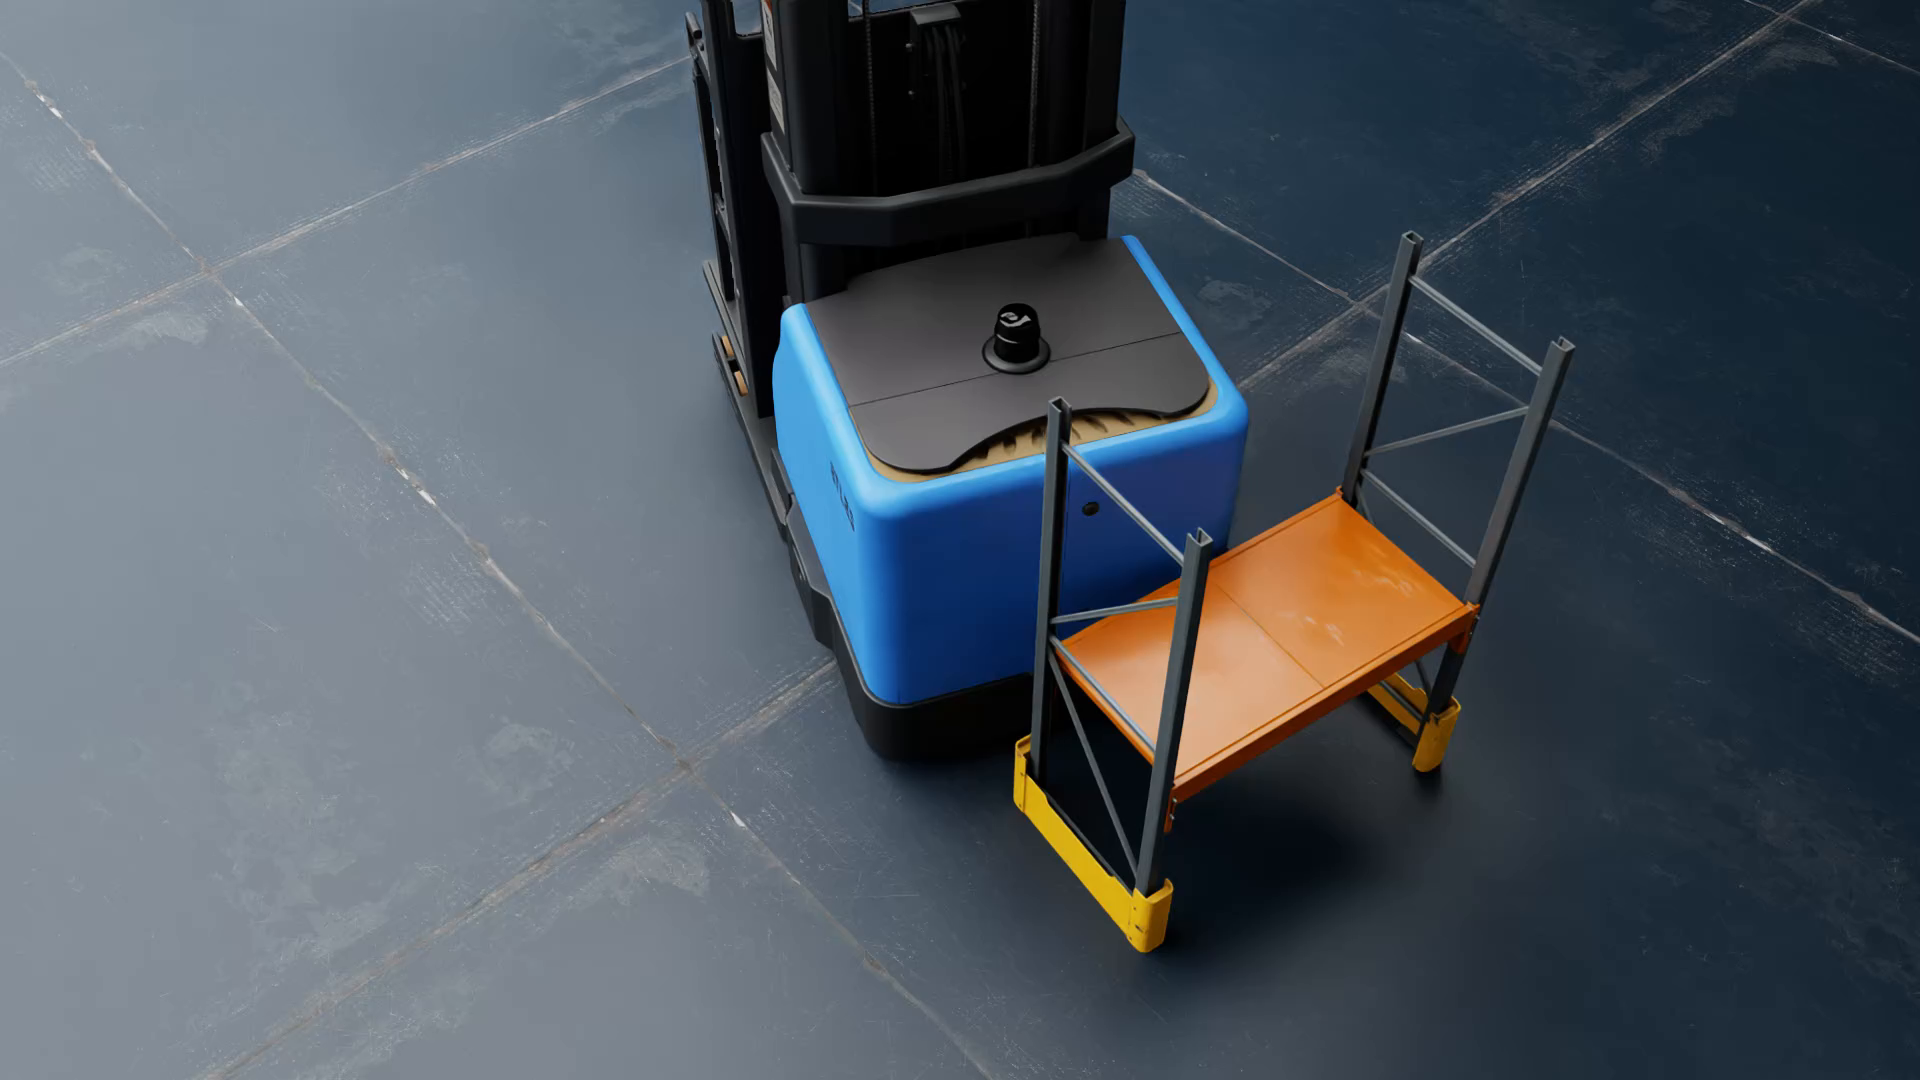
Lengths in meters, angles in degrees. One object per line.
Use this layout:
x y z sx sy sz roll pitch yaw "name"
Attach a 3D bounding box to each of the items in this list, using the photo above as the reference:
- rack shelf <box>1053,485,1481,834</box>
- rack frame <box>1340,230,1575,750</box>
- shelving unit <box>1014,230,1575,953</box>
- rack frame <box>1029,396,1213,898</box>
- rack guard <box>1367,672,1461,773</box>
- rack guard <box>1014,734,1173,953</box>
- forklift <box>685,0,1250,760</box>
0.758 0.276 4.219 1.000 0.185 0.538 -26 53 -22 "rack shelf"
1.179 -0.055 4.280 0.032 1.500 0.500 -26 53 -22 "rack frame"
0.750 0.158 4.084 1.083 1.500 0.587 -26 53 -22 "shelving unit"
0.337 0.364 3.894 0.032 1.500 0.500 -26 53 -22 "rack frame"
1.163 0.377 4.732 0.087 0.250 0.587 -26 53 -22 "rack guard"
0.338 0.787 4.354 0.087 0.250 0.587 -26 53 -22 "rack guard"
-0.212 -1.493 4.633 1.130 2.935 3.031 -14 49 -12 "forklift"
